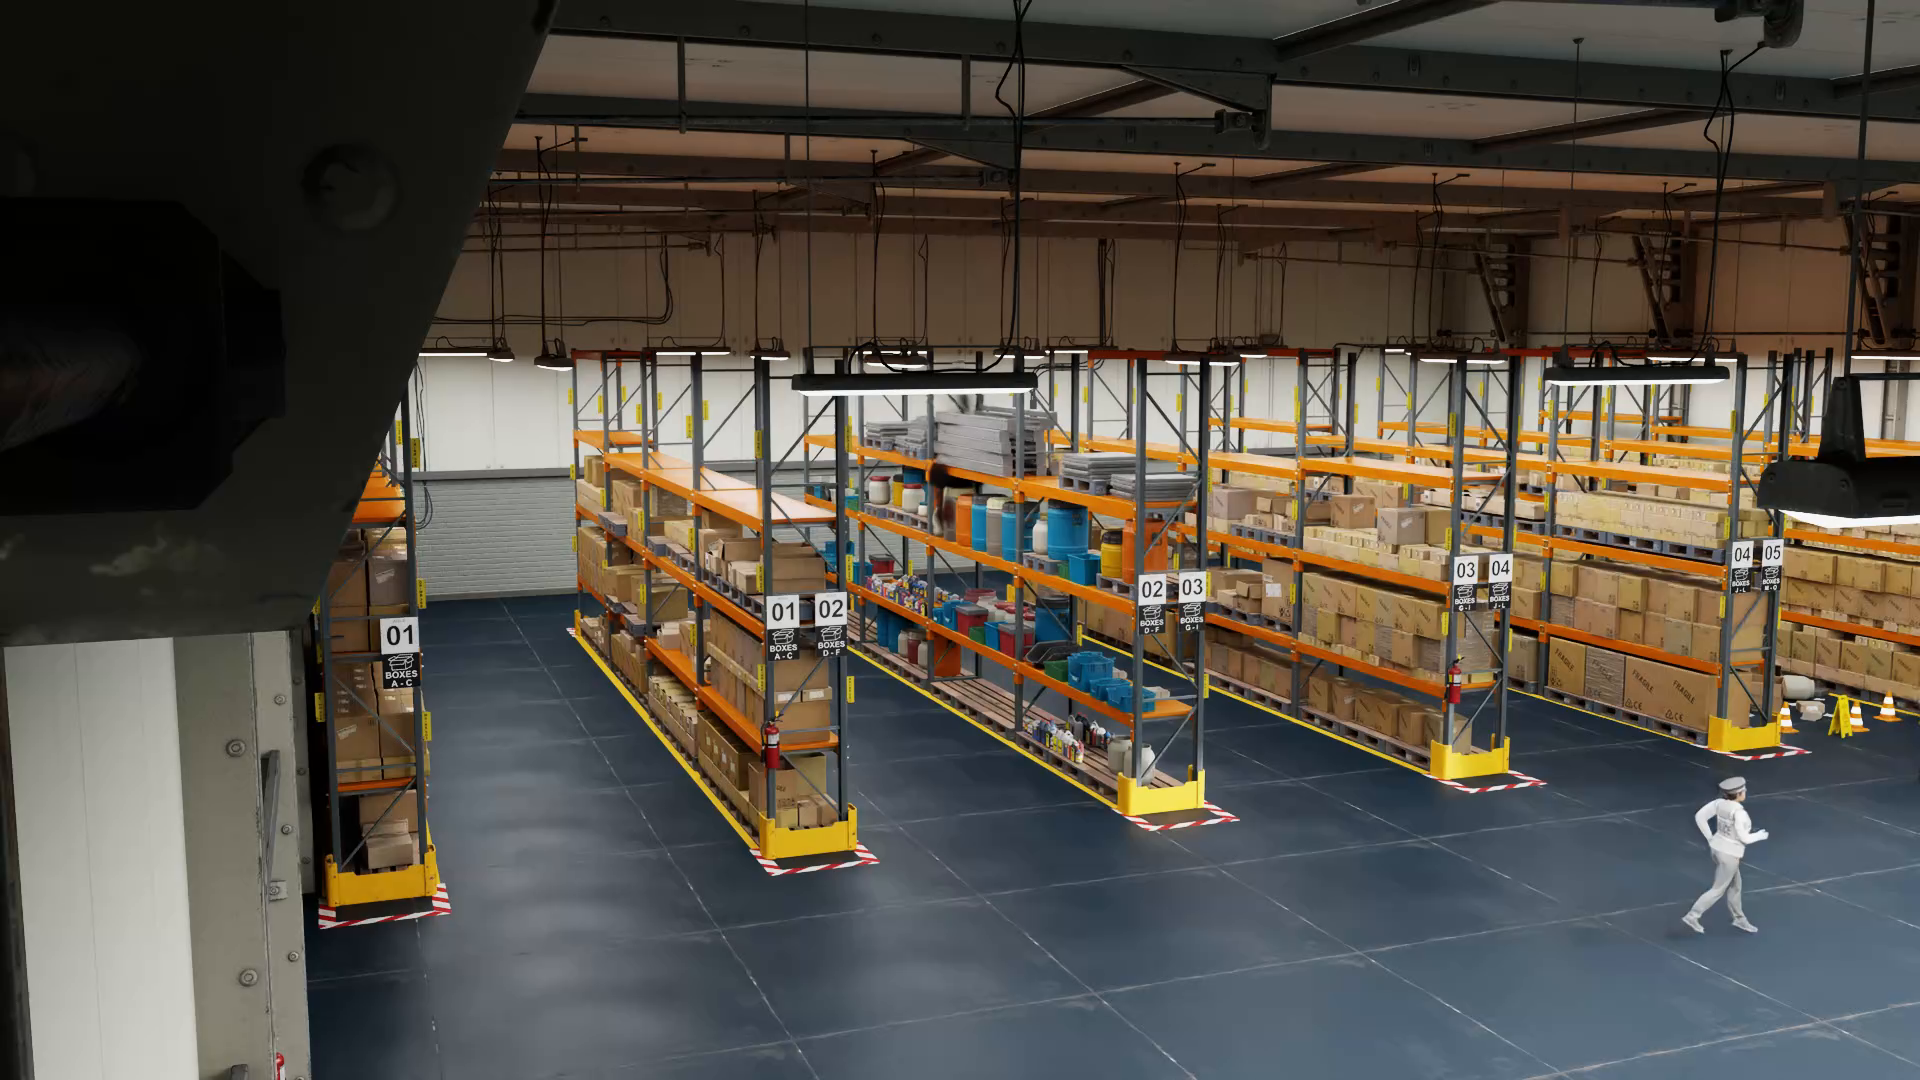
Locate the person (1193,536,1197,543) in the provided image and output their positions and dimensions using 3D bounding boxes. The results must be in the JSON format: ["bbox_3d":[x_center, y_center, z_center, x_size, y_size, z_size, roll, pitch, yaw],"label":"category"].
[{"bbox_3d":[5.909,0.345,41.318,0.658,1.746,0.687,-2,8,-19],"label":"person"}]

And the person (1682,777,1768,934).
[{"bbox_3d":[8.014,3.324,17.442,0.896,1.707,0.574,0,7,-4],"label":"person"}]
